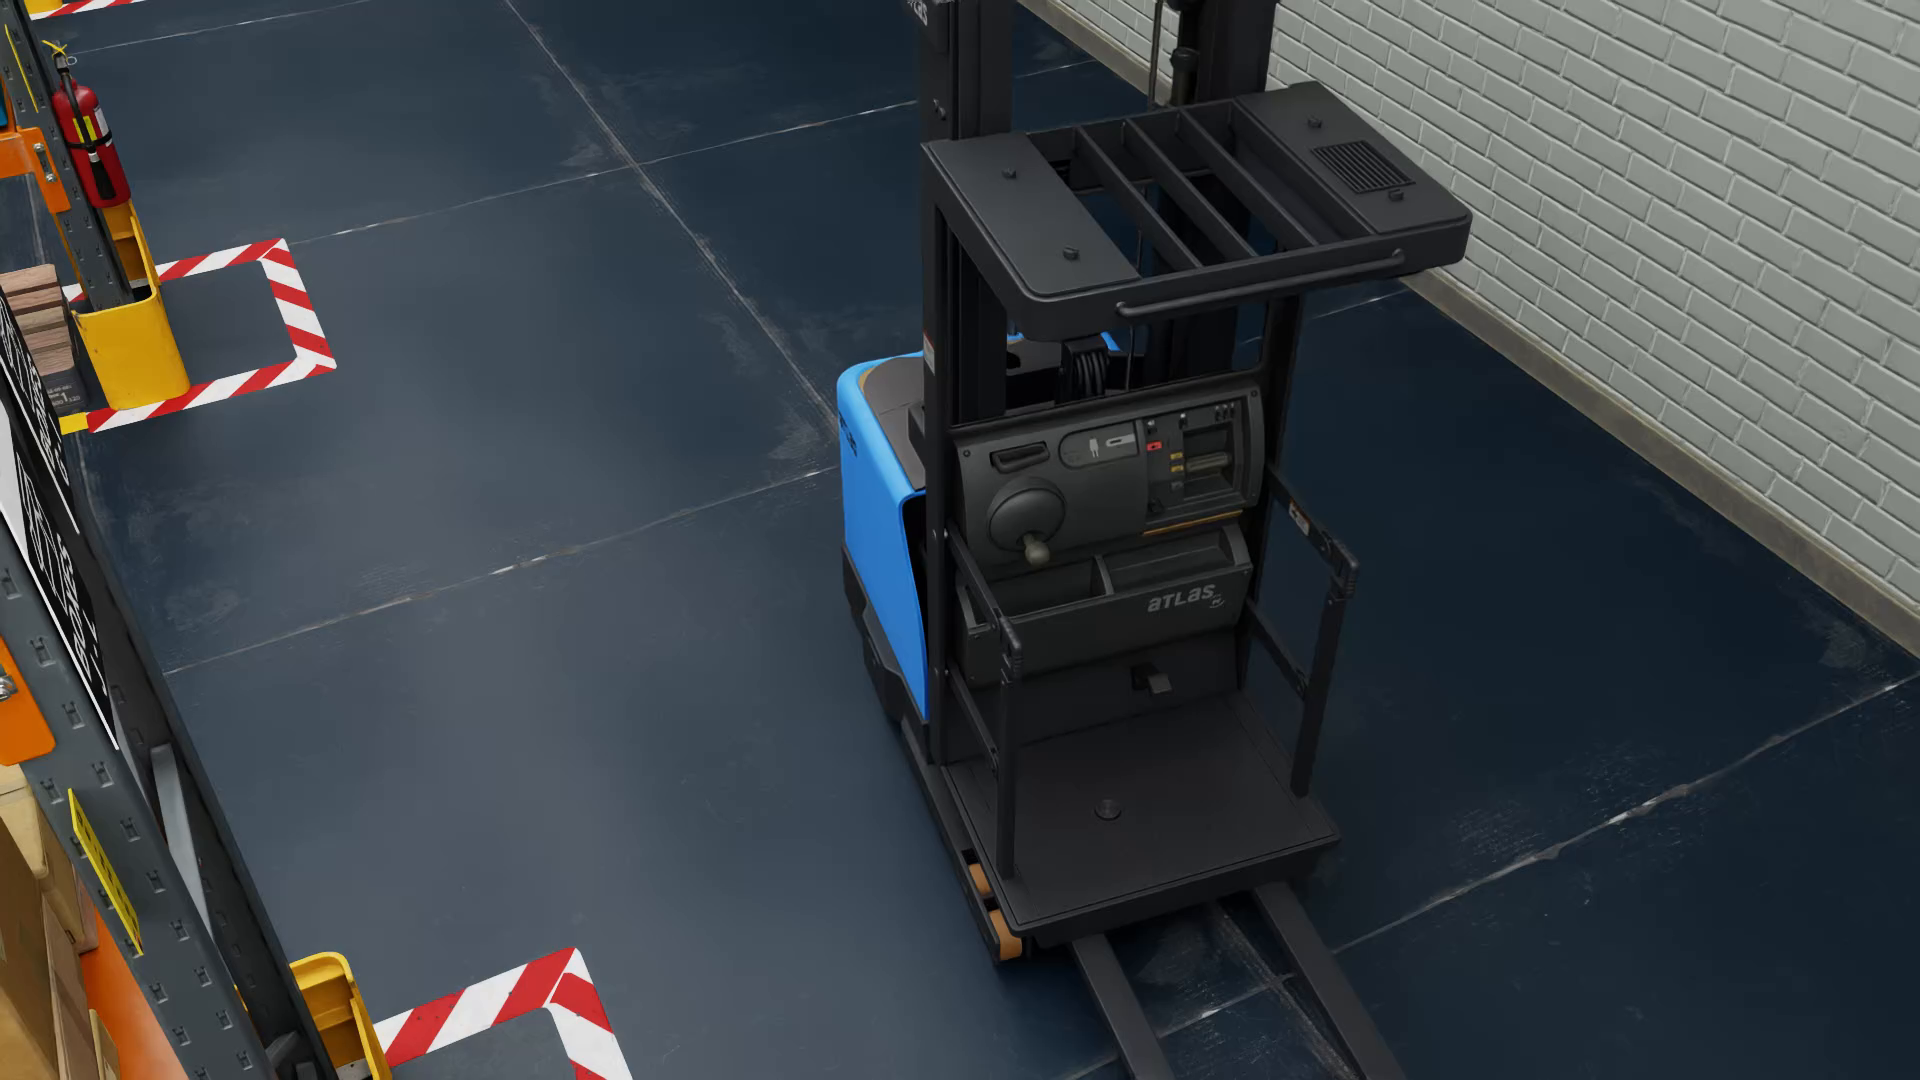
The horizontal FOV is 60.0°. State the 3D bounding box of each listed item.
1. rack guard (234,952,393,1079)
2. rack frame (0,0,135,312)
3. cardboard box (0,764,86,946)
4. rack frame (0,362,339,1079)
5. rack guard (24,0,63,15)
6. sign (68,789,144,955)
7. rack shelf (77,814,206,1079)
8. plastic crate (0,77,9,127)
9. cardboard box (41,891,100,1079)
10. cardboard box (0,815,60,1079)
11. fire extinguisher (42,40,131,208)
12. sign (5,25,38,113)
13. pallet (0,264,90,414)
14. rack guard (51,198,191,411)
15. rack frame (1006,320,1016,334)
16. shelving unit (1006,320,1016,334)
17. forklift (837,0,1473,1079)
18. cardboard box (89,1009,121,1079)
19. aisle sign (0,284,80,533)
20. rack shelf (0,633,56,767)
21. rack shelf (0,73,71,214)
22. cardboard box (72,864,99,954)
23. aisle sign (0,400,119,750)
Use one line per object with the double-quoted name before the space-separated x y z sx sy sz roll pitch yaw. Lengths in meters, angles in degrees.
"rack guard" -1.607 1.707 4.347 0.348 0.500 1.175 -19 44 -21
"rack frame" -3.916 -2.078 6.884 0.127 3.000 1.000 -19 44 -21
"cardboard box" -2.178 0.692 3.496 0.500 0.250 0.500 -20 44 -22
"rack frame" -1.626 0.762 3.528 0.053 2.616 0.949 -19 44 -21
"rack guard" -6.268 -3.941 11.019 0.348 0.500 1.175 -19 44 -21
"sign" -1.390 0.543 2.708 0.005 0.325 0.100 -19 44 -21
"rack shelf" -3.402 1.631 3.058 4.000 0.370 1.077 -19 44 -21
"plastic crate" -4.126 -1.908 6.608 0.499 0.435 0.616 -19 44 -21
"cardboard box" -1.935 1.000 3.132 0.500 0.250 0.500 -19 44 -21
"cardboard box" -1.939 0.713 2.891 0.500 0.500 0.500 -18 43 -20
"fire extinguisher" -3.572 -1.691 6.775 0.183 0.674 0.296 -19 44 -21
"sign" -3.647 -1.830 6.464 0.005 0.325 0.100 -19 44 -21
"pallet" -4.665 -0.790 7.520 1.213 0.211 1.003 -19 44 -21
"rack guard" -3.900 -1.139 7.708 0.348 0.500 1.175 -19 44 -21
"rack frame" 0.156 -0.453 6.473 0.008 1.050 0.200 -19 44 -21
"shelving unit" 0.047 -0.417 6.430 0.252 1.050 0.215 -19 44 -21
"forklift" 0.514 -0.108 4.609 1.130 2.935 3.031 -13 42 -14
"cardboard box" -1.792 1.151 3.263 0.250 0.149 0.380 -18 43 -20
"aisle sign" -1.703 -0.426 2.919 0.004 0.787 0.394 -19 44 -21
"rack shelf" -3.402 0.486 2.089 4.000 0.370 1.077 -19 44 -21
"rack shelf" -5.690 -1.207 6.411 4.000 0.370 1.077 -19 44 -21
"cardboard box" -2.095 0.773 3.710 0.250 0.149 0.380 -18 43 -20
"aisle sign" -1.425 -0.082 2.513 0.004 0.787 0.394 -19 44 -21
